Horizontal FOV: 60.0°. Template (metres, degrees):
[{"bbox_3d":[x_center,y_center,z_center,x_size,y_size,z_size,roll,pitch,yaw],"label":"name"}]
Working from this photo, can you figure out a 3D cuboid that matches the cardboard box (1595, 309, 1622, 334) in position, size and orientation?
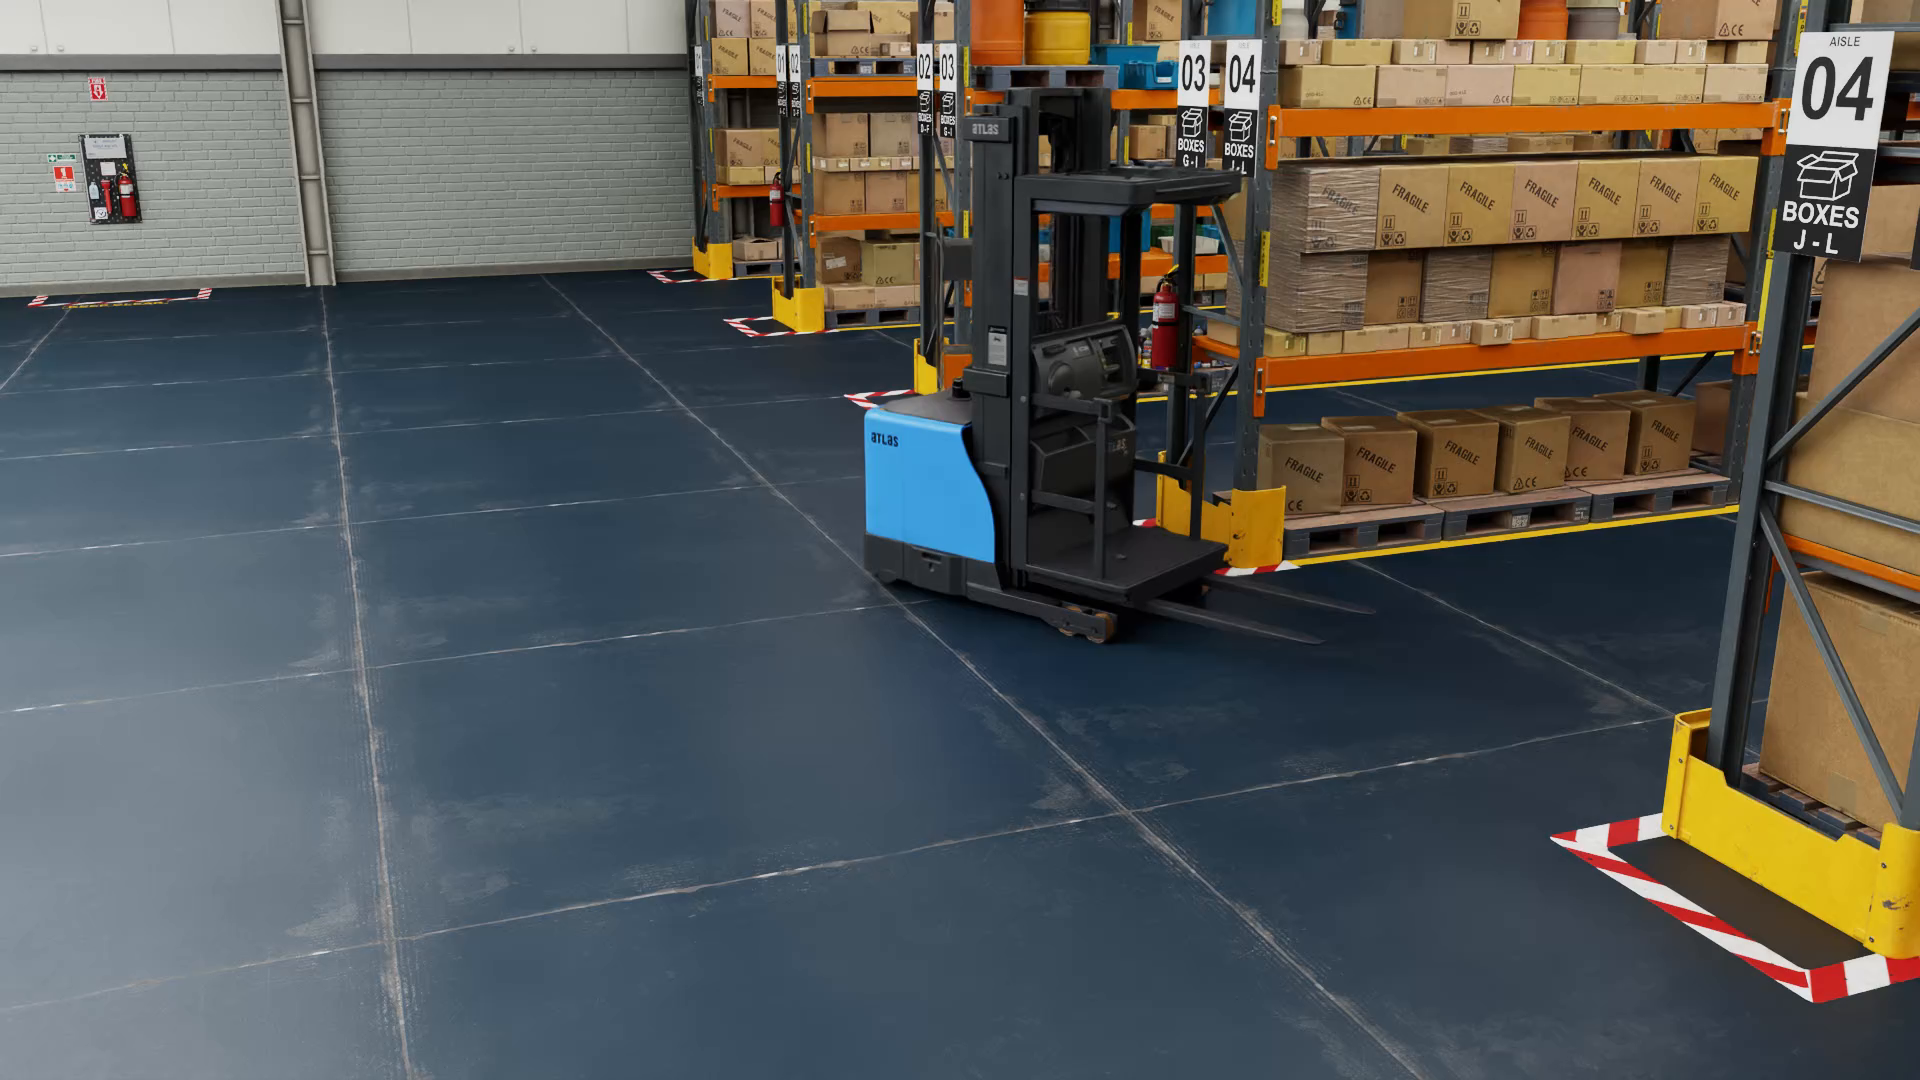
[{"bbox_3d":[4.305,-1.523,11.405,0.250,0.149,0.380,-6,17,-20],"label":"cardboard box"}]

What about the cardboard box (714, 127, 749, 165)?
[{"bbox_3d":[-3.322,-5.727,24.175,0.500,0.500,0.500,-6,18,-21],"label":"cardboard box"}]

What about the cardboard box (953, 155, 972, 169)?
[{"bbox_3d":[-0.031,-4.520,19.836,0.250,0.149,0.380,-6,17,-20],"label":"cardboard box"}]

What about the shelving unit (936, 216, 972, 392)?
[{"bbox_3d":[0.114,-1.043,10.924,0.503,2.100,0.431,-1,16,-4],"label":"shelving unit"}]

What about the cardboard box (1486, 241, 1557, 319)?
[{"bbox_3d":[3.532,-1.823,11.278,0.500,0.500,0.875,-6,17,-20],"label":"cardboard box"}]

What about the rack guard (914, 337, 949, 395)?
[{"bbox_3d":[-0.087,-1.540,15.454,0.348,0.500,1.175,-6,17,-20],"label":"rack guard"}]

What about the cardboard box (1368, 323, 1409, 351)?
[{"bbox_3d":[2.688,-1.334,10.761,0.250,0.149,0.380,-6,17,-20],"label":"cardboard box"}]

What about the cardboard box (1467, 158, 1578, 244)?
[{"bbox_3d":[3.643,-2.221,10.860,0.500,0.500,0.500,-6,17,-20],"label":"cardboard box"}]

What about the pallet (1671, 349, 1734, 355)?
[{"bbox_3d":[8.050,-2.278,18.481,1.213,0.211,1.003,-6,17,-20],"label":"pallet"}]

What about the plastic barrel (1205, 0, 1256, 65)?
[{"bbox_3d":[2.626,-4.931,15.609,0.708,0.901,0.600,-6,17,-20],"label":"plastic barrel"}]

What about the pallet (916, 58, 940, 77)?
[{"bbox_3d":[-0.100,-5.608,19.705,1.213,0.211,1.003,-6,17,-20],"label":"pallet"}]

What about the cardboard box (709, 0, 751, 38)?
[{"bbox_3d":[-3.240,-7.277,23.245,0.500,0.500,0.500,-8,18,-24],"label":"cardboard box"}]

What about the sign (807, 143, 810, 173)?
[{"bbox_3d":[-1.717,-4.329,18.841,0.005,0.325,0.100,-6,17,-20],"label":"sign"}]

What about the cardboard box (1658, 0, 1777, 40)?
[{"bbox_3d":[5.037,-3.577,11.038,0.500,0.500,0.500,-7,18,-22],"label":"cardboard box"}]

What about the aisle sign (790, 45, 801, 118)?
[{"bbox_3d":[-1.862,-5.183,18.810,0.004,0.787,0.394,-6,17,-20],"label":"aisle sign"}]

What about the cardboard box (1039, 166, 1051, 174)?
[{"bbox_3d":[0.923,-4.373,20.488,0.500,0.500,0.700,-6,18,-21],"label":"cardboard box"}]

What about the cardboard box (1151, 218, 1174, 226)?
[{"bbox_3d":[3.131,-5.058,26.653,0.500,0.500,0.700,-6,17,-19],"label":"cardboard box"}]

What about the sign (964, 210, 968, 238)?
[{"bbox_3d":[0.052,-2.707,14.501,0.005,0.325,0.100,-6,17,-20],"label":"sign"}]

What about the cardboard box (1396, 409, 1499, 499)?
[{"bbox_3d":[3.358,-0.604,11.523,0.500,0.500,0.500,-4,17,-15],"label":"cardboard box"}]

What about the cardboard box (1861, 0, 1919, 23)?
[{"bbox_3d":[3.669,-1.983,6.019,0.500,0.250,0.500,-6,17,-19],"label":"cardboard box"}]

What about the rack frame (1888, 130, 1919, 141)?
[{"bbox_3d":[11.064,-3.929,19.154,0.127,3.000,1.000,-6,17,-20],"label":"rack frame"}]

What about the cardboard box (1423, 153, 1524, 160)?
[{"bbox_3d":[3.459,-2.357,11.320,0.500,0.500,0.500,-6,17,-20],"label":"cardboard box"}]

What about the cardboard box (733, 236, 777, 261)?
[{"bbox_3d":[-3.008,-4.293,24.384,0.500,0.311,0.500,-8,18,-26],"label":"cardboard box"}]

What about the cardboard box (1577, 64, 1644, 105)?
[{"bbox_3d":[4.069,-2.969,10.828,0.500,0.250,0.500,-6,18,-20],"label":"cardboard box"}]

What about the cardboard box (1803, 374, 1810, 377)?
[{"bbox_3d":[6.922,-0.987,12.791,0.500,0.500,0.700,-8,18,-25],"label":"cardboard box"}]

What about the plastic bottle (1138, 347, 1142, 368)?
[{"bbox_3d":[1.663,-1.722,15.700,0.097,0.271,0.097,0,16,0],"label":"plastic bottle"}]

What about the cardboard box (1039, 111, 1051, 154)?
[{"bbox_3d":[0.942,-4.999,20.317,0.500,0.500,0.700,-6,17,-20],"label":"cardboard box"}]

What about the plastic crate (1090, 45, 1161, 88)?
[{"bbox_3d":[1.532,-4.422,15.538,0.575,0.384,0.392,-6,17,-20],"label":"plastic crate"}]

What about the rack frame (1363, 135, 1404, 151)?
[{"bbox_3d":[5.560,-4.829,22.220,0.127,3.000,1.000,-6,17,-20],"label":"rack frame"}]

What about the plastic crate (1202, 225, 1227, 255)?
[{"bbox_3d":[2.658,-2.868,15.805,0.616,0.251,0.499,-6,17,-20],"label":"plastic crate"}]

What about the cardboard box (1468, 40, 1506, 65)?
[{"bbox_3d":[3.198,-3.064,10.442,0.250,0.149,0.380,-7,18,-23],"label":"cardboard box"}]

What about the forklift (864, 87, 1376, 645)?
[{"bbox_3d":[0.870,-1.004,9.315,3.031,2.935,1.130,13,21,38],"label":"forklift"}]

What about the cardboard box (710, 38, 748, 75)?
[{"bbox_3d":[-3.284,-6.790,23.361,0.500,0.500,0.500,-6,17,-19],"label":"cardboard box"}]

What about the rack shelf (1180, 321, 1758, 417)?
[{"bbox_3d":[3.499,-1.272,11.384,4.000,0.370,1.077,-6,17,-20],"label":"rack shelf"}]

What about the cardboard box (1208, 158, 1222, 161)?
[{"bbox_3d":[3.508,-4.651,21.434,0.500,0.500,0.500,-6,17,-20],"label":"cardboard box"}]

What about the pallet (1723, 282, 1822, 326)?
[{"bbox_3d":[6.132,-1.766,12.129,1.213,0.211,1.003,-6,17,-20],"label":"pallet"}]

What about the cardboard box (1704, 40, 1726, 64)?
[{"bbox_3d":[4.884,-3.266,11.131,0.250,0.149,0.380,-6,17,-19],"label":"cardboard box"}]

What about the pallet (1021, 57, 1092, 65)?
[{"bbox_3d":[1.038,-5.730,20.120,1.213,0.211,1.003,-6,17,-20],"label":"pallet"}]

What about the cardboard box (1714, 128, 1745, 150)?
[{"bbox_3d":[10.798,-5.838,23.701,0.500,0.500,0.500,-7,18,-22],"label":"cardboard box"}]

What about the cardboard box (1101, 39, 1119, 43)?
[{"bbox_3d":[2.541,-7.524,25.855,0.637,0.503,0.797,-4,17,-12],"label":"cardboard box"}]

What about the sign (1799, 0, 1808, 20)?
[{"bbox_3d":[3.130,-2.071,6.072,0.005,0.325,0.100,-6,17,-20],"label":"sign"}]

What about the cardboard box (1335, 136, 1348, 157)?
[{"bbox_3d":[6.234,-6.521,27.238,0.500,0.500,0.500,-6,17,-20],"label":"cardboard box"}]

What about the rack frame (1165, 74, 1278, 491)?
[{"bbox_3d":[1.631,-1.416,10.596,0.127,3.000,1.000,-6,17,-20],"label":"rack frame"}]

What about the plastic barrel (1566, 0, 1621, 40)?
[{"bbox_3d":[6.485,-5.180,17.200,0.600,0.901,0.600,0,16,0],"label":"plastic barrel"}]

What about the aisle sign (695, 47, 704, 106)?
[{"bbox_3d":[-3.646,-6.487,23.250,0.004,0.787,0.394,-6,17,-20],"label":"aisle sign"}]

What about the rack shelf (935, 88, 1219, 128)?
[{"bbox_3d":[1.726,-4.015,15.399,4.000,0.370,1.077,-6,17,-20],"label":"rack shelf"}]

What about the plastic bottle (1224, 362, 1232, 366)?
[{"bbox_3d":[2.615,-1.870,16.062,0.185,0.351,0.144,-6,17,-20],"label":"plastic bottle"}]
